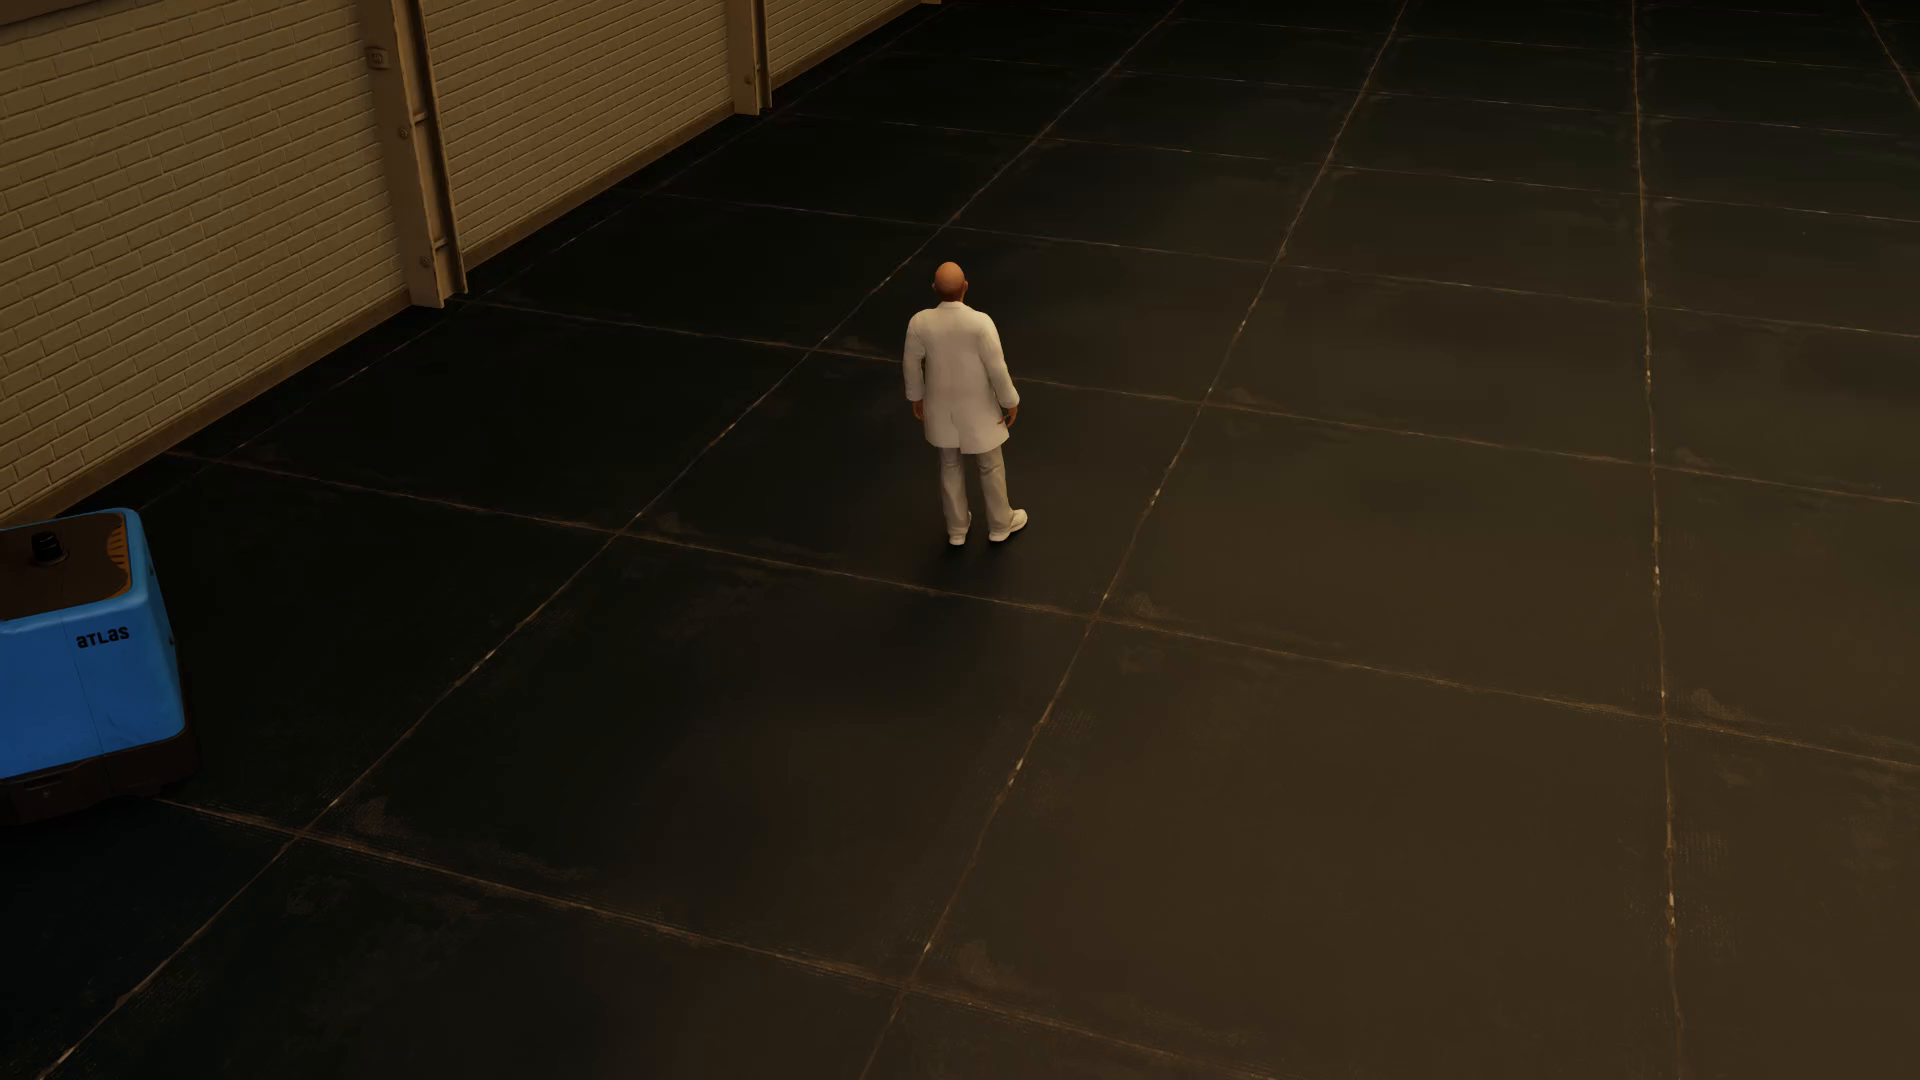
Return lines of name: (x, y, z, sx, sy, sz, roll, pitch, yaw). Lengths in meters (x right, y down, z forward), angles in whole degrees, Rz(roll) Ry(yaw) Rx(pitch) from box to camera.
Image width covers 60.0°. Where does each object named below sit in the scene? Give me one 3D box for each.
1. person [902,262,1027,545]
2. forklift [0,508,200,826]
person: (0.034, -0.820, 9.725, 0.696, 1.776, 0.581, 10, 31, 16)
forklift: (-5.228, 0.013, 7.114, 3.031, 2.935, 1.130, -14, 32, -22)
